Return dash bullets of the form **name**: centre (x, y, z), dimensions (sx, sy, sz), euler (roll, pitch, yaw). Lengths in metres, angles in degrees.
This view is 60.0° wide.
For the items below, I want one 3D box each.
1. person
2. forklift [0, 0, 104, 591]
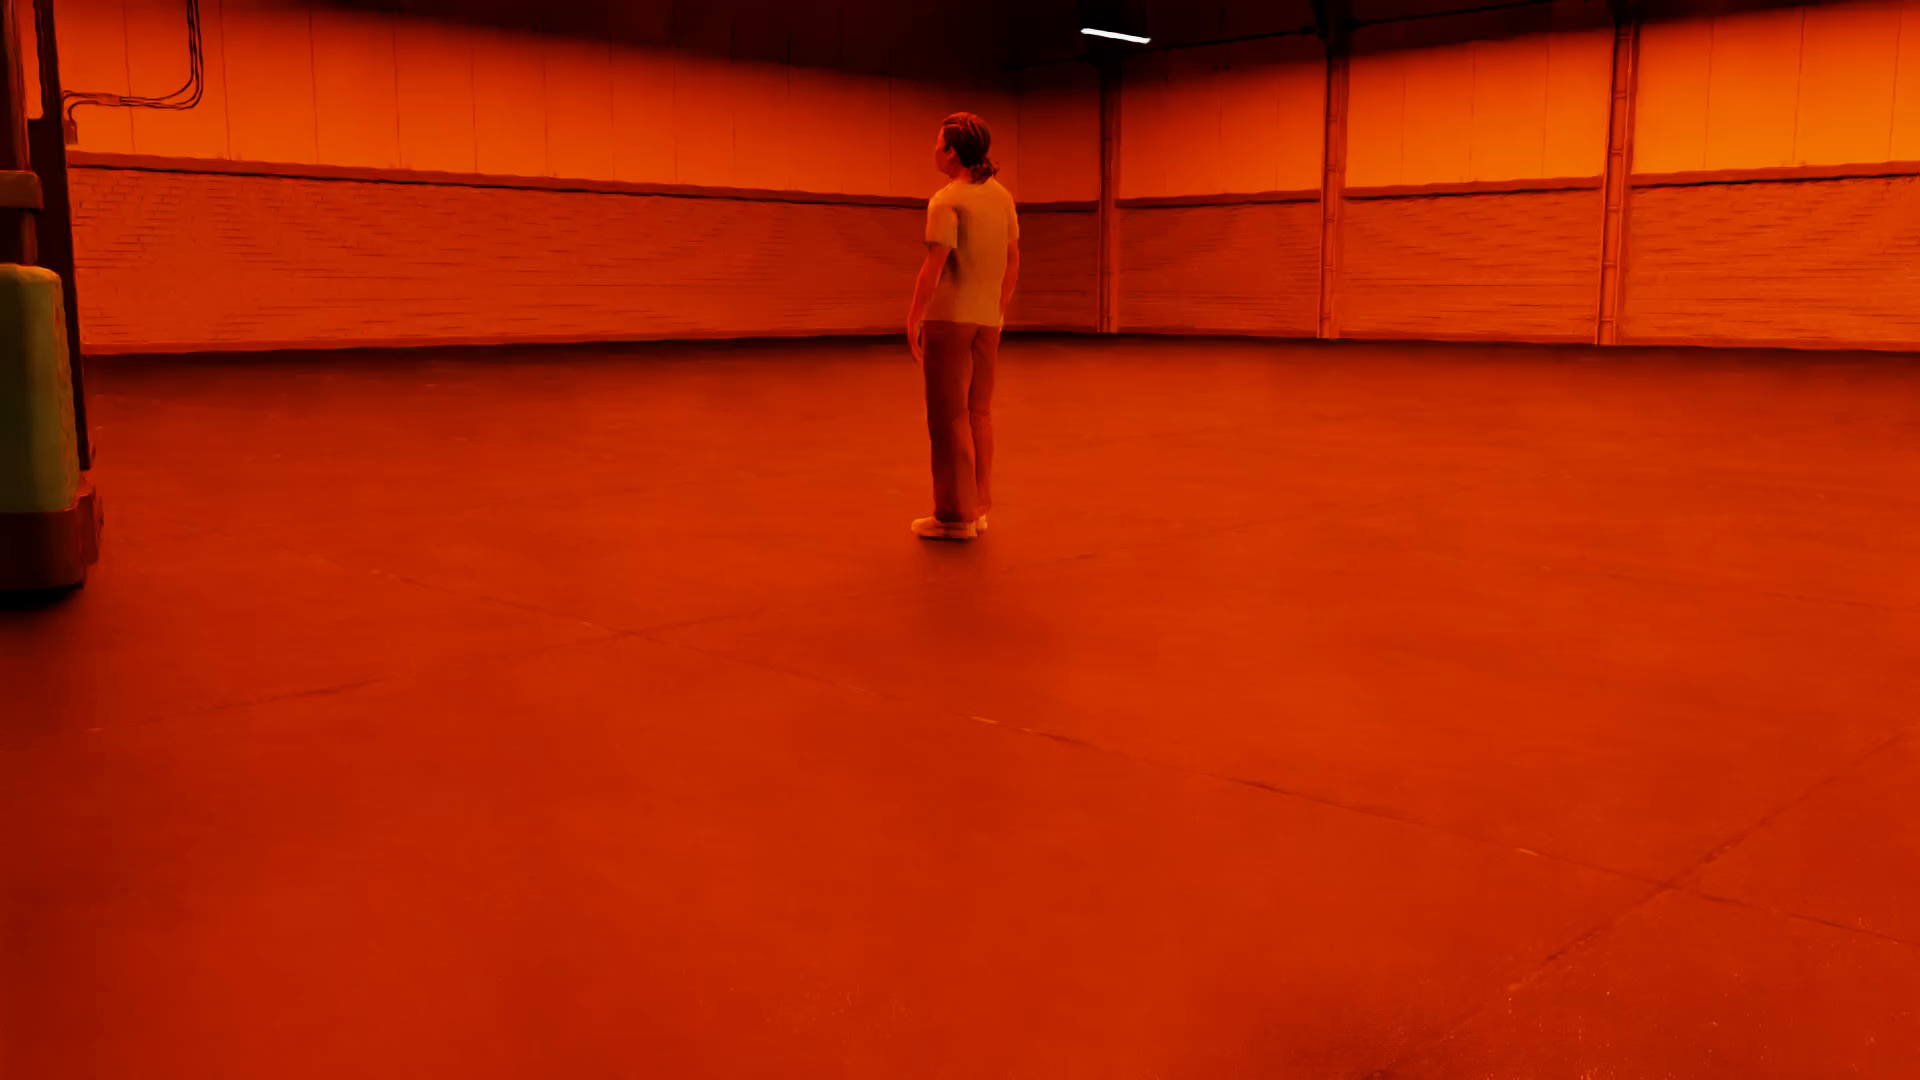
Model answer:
- **person**: centre (-0.008, -0.870, 6.597), dimensions (0.426, 1.609, 0.536), euler (8, 12, 43)
- **forklift**: centre (-3.925, -1.402, 6.182), dimensions (1.130, 2.935, 3.031), euler (-4, 10, -26)
